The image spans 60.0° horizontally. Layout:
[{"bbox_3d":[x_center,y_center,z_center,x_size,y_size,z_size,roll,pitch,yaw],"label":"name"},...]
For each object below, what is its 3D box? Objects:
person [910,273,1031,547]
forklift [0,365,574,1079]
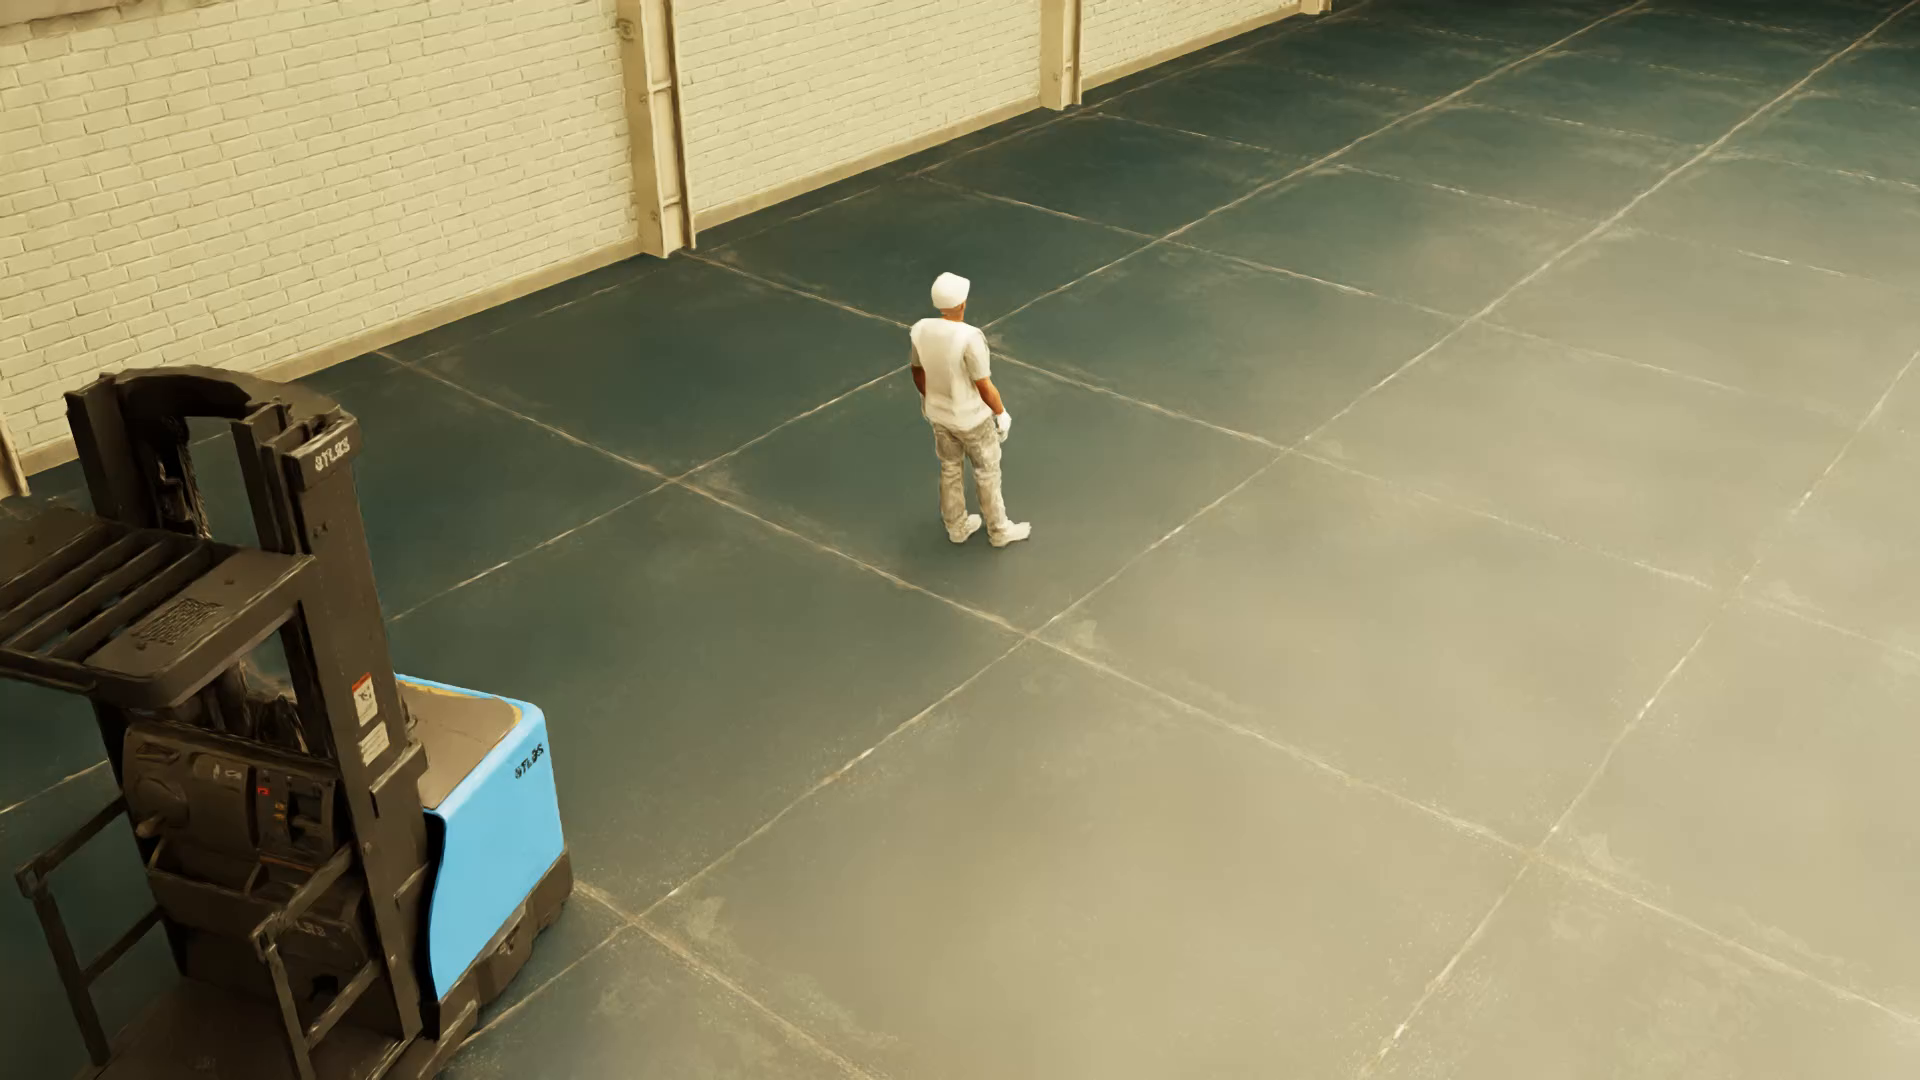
[{"bbox_3d":[0.052,-0.802,10.091,0.655,1.782,0.576,22,37,33],"label":"person"},{"bbox_3d":[-2.732,0.995,5.891,1.130,2.935,3.031,10,32,16],"label":"forklift"}]
